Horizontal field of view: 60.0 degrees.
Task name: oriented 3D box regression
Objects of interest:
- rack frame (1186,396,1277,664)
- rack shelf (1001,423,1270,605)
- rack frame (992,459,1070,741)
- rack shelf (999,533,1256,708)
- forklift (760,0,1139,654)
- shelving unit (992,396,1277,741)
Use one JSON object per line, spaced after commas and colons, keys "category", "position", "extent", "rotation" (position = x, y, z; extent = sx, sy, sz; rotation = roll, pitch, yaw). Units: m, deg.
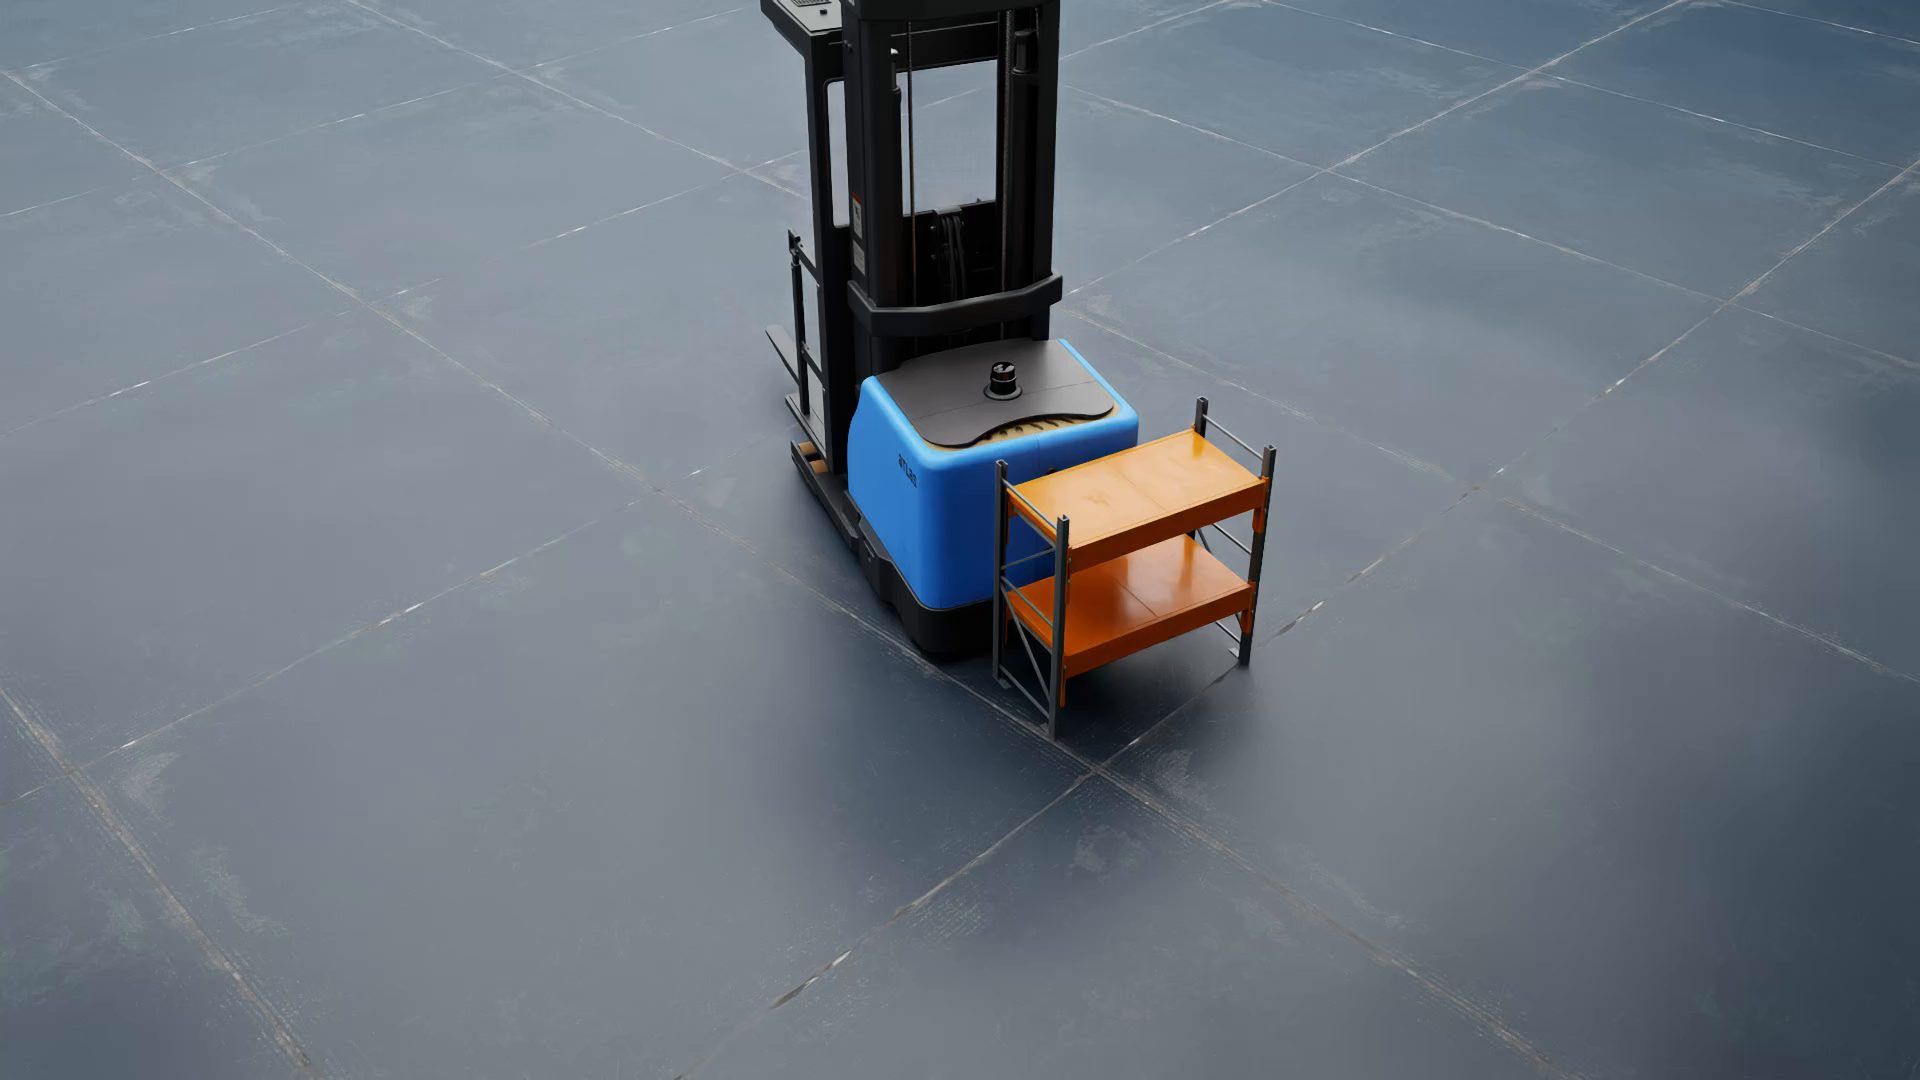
{"category": "rack frame", "position": [1.160, -0.033, 7.315], "extent": [0.032, 1.125, 0.500], "rotation": [-19, 39, -25]}
{"category": "rack shelf", "position": [0.722, -0.126, 6.936], "extent": [1.000, 0.278, 0.538], "rotation": [-19, 39, -25]}
{"category": "rack frame", "position": [0.283, 0.261, 6.892], "extent": [0.032, 1.125, 0.500], "rotation": [-19, 39, -25]}
{"category": "rack shelf", "position": [0.722, 0.314, 7.243], "extent": [1.000, 0.278, 0.538], "rotation": [-19, 39, -25]}
{"category": "forklift", "position": [-0.238, -1.533, 7.886], "extent": [1.130, 2.935, 3.031], "rotation": [-13, 37, -18]}
{"category": "shelving unit", "position": [0.722, 0.114, 7.103], "extent": [1.048, 1.125, 0.538], "rotation": [-19, 39, -25]}
